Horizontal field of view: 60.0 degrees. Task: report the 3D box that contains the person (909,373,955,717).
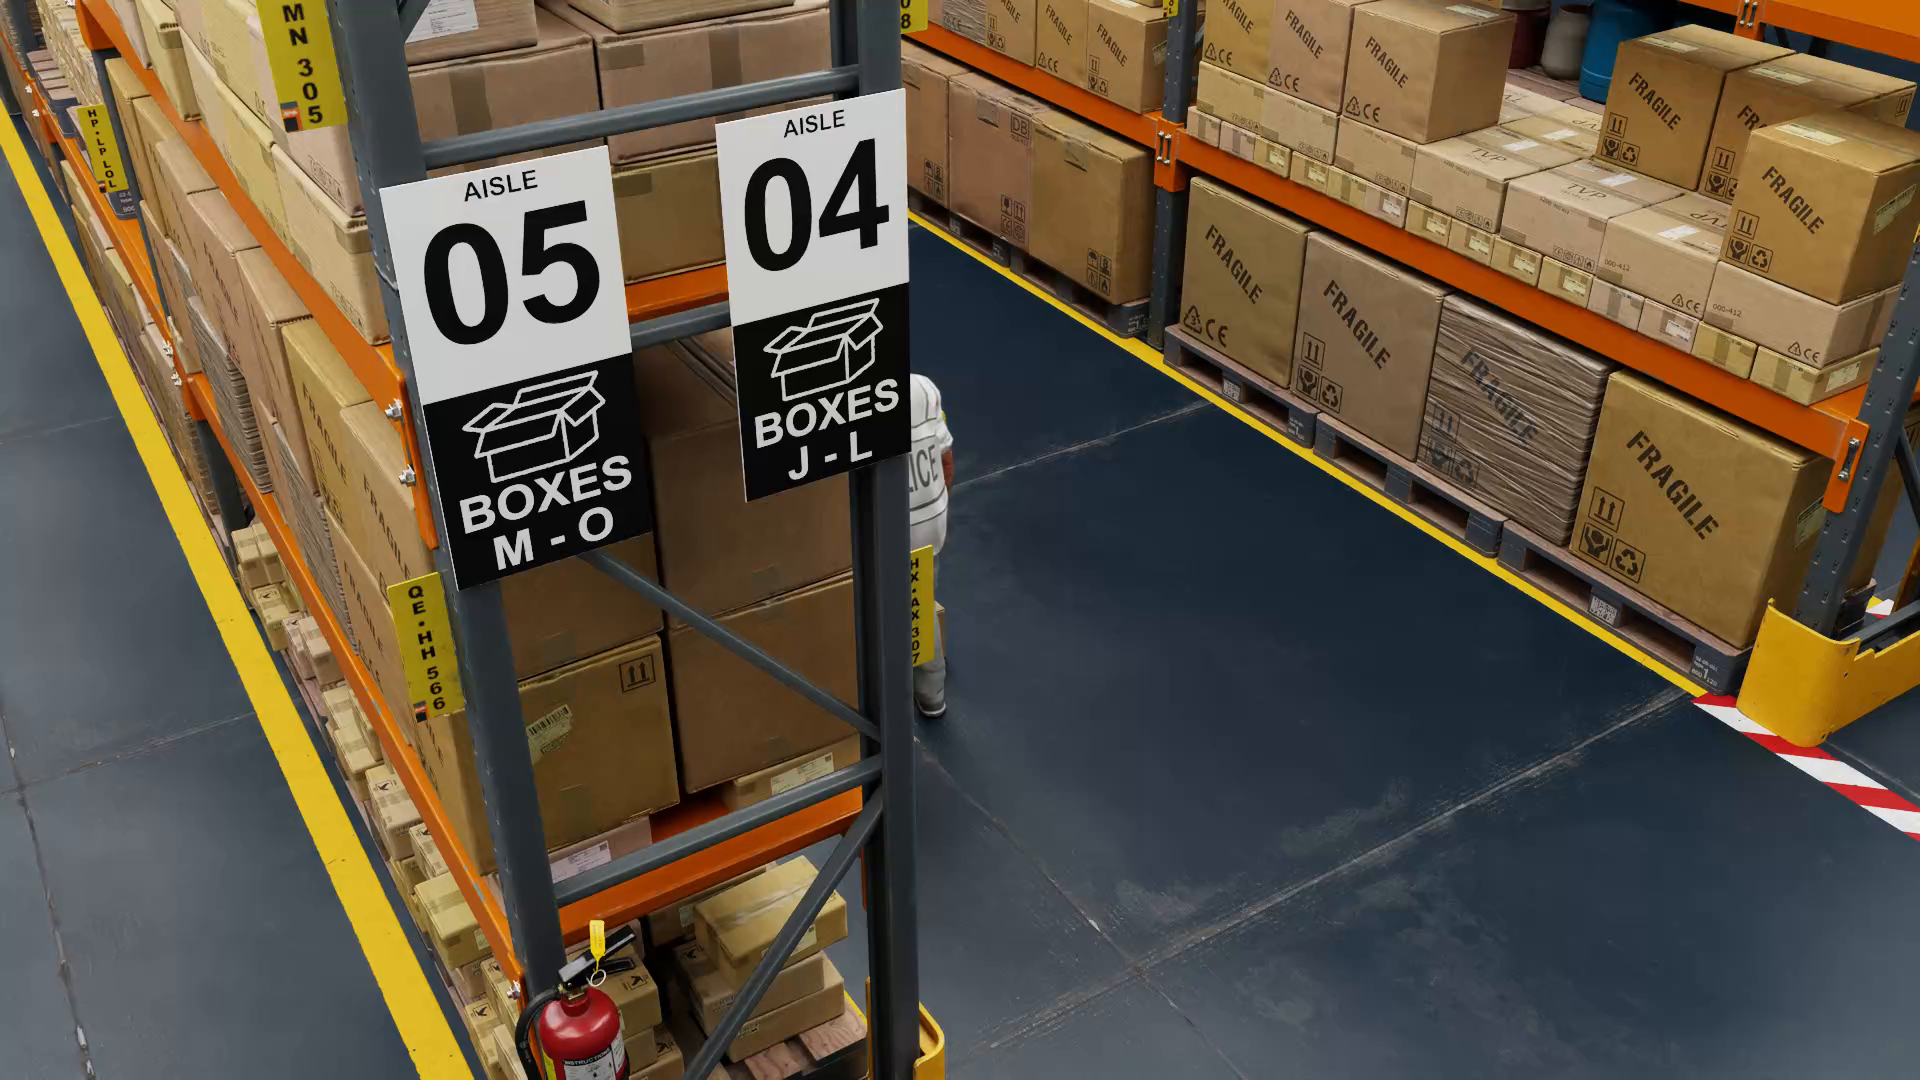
[{"bbox_3d":[-0.283,-0.019,6.161,0.586,1.748,0.442,-20,37,-28],"label":"person"}]
